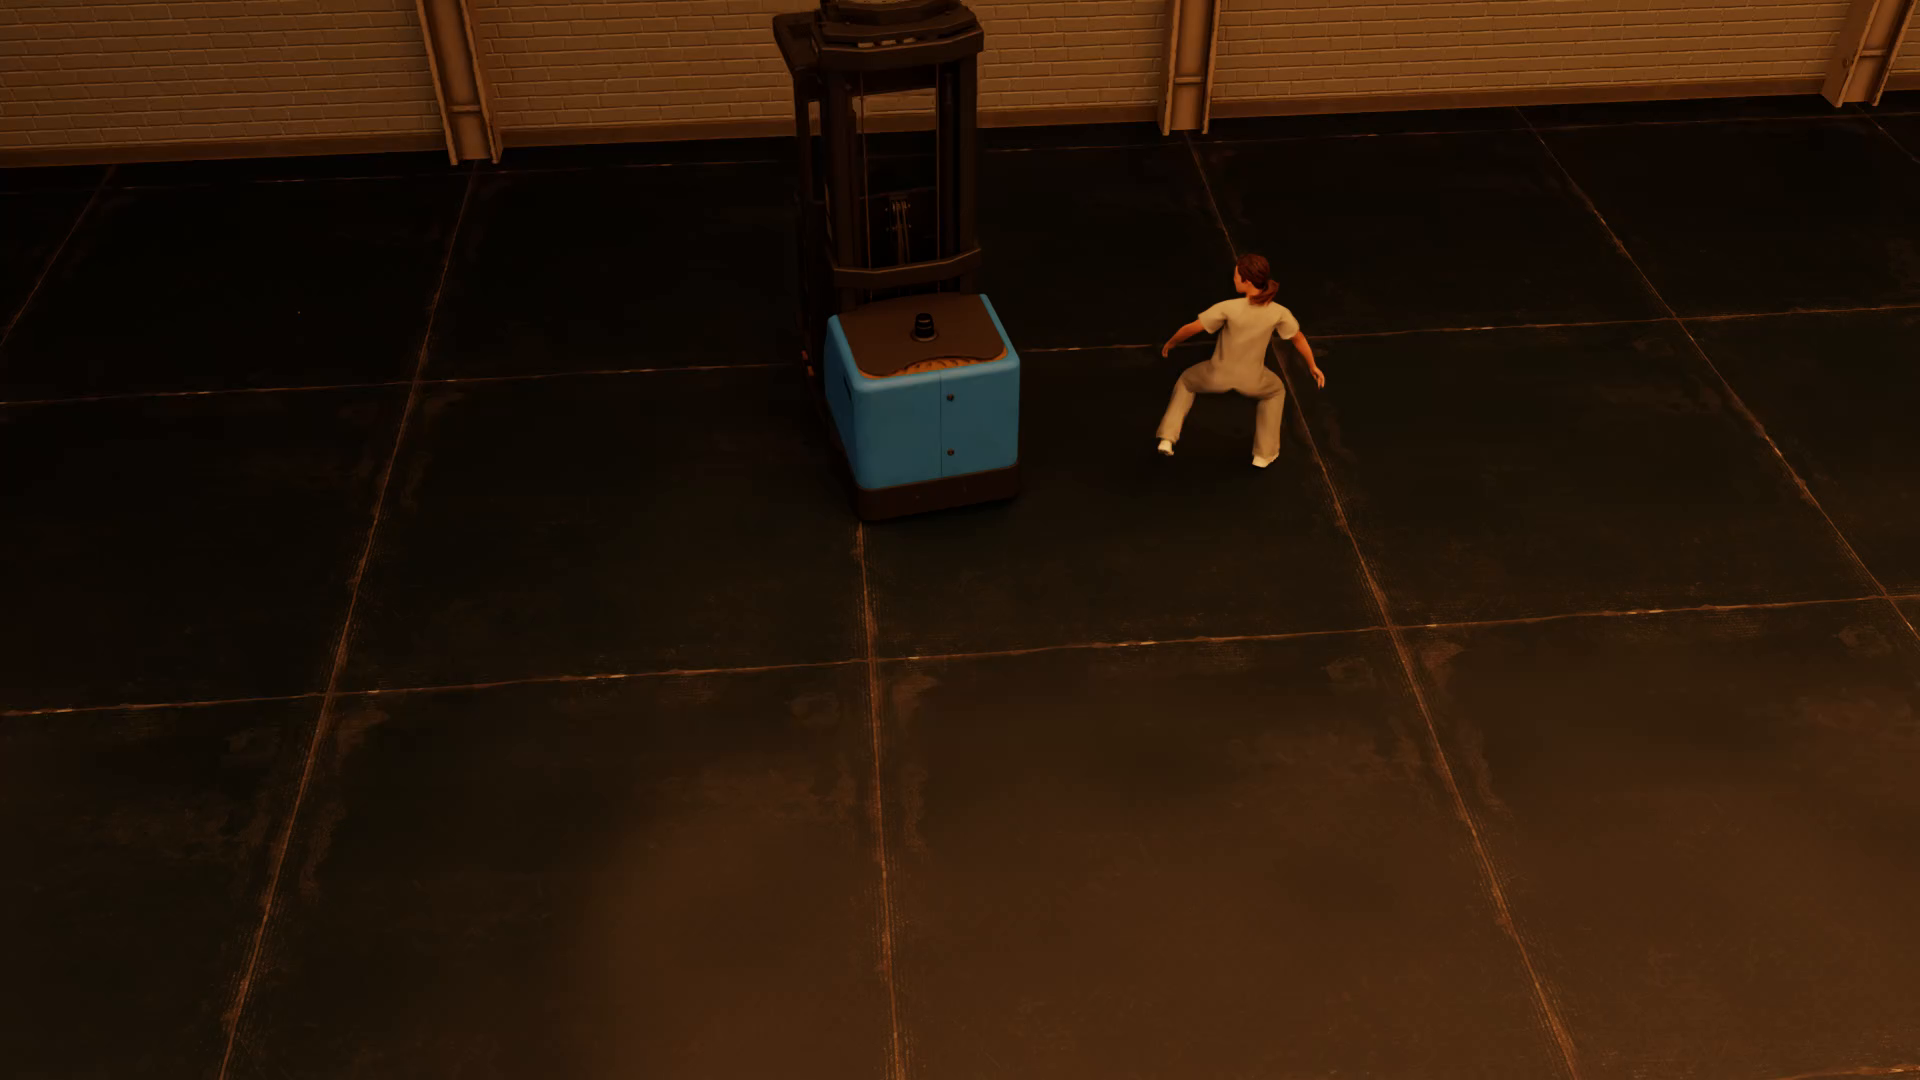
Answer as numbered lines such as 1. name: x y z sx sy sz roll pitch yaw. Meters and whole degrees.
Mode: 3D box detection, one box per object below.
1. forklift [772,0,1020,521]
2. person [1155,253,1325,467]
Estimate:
1. forklift: -0.502 -2.199 10.509 1.130 2.935 3.031 -10 42 -11
2. person: 1.752 -1.061 10.300 1.011 1.560 0.499 4 41 5
